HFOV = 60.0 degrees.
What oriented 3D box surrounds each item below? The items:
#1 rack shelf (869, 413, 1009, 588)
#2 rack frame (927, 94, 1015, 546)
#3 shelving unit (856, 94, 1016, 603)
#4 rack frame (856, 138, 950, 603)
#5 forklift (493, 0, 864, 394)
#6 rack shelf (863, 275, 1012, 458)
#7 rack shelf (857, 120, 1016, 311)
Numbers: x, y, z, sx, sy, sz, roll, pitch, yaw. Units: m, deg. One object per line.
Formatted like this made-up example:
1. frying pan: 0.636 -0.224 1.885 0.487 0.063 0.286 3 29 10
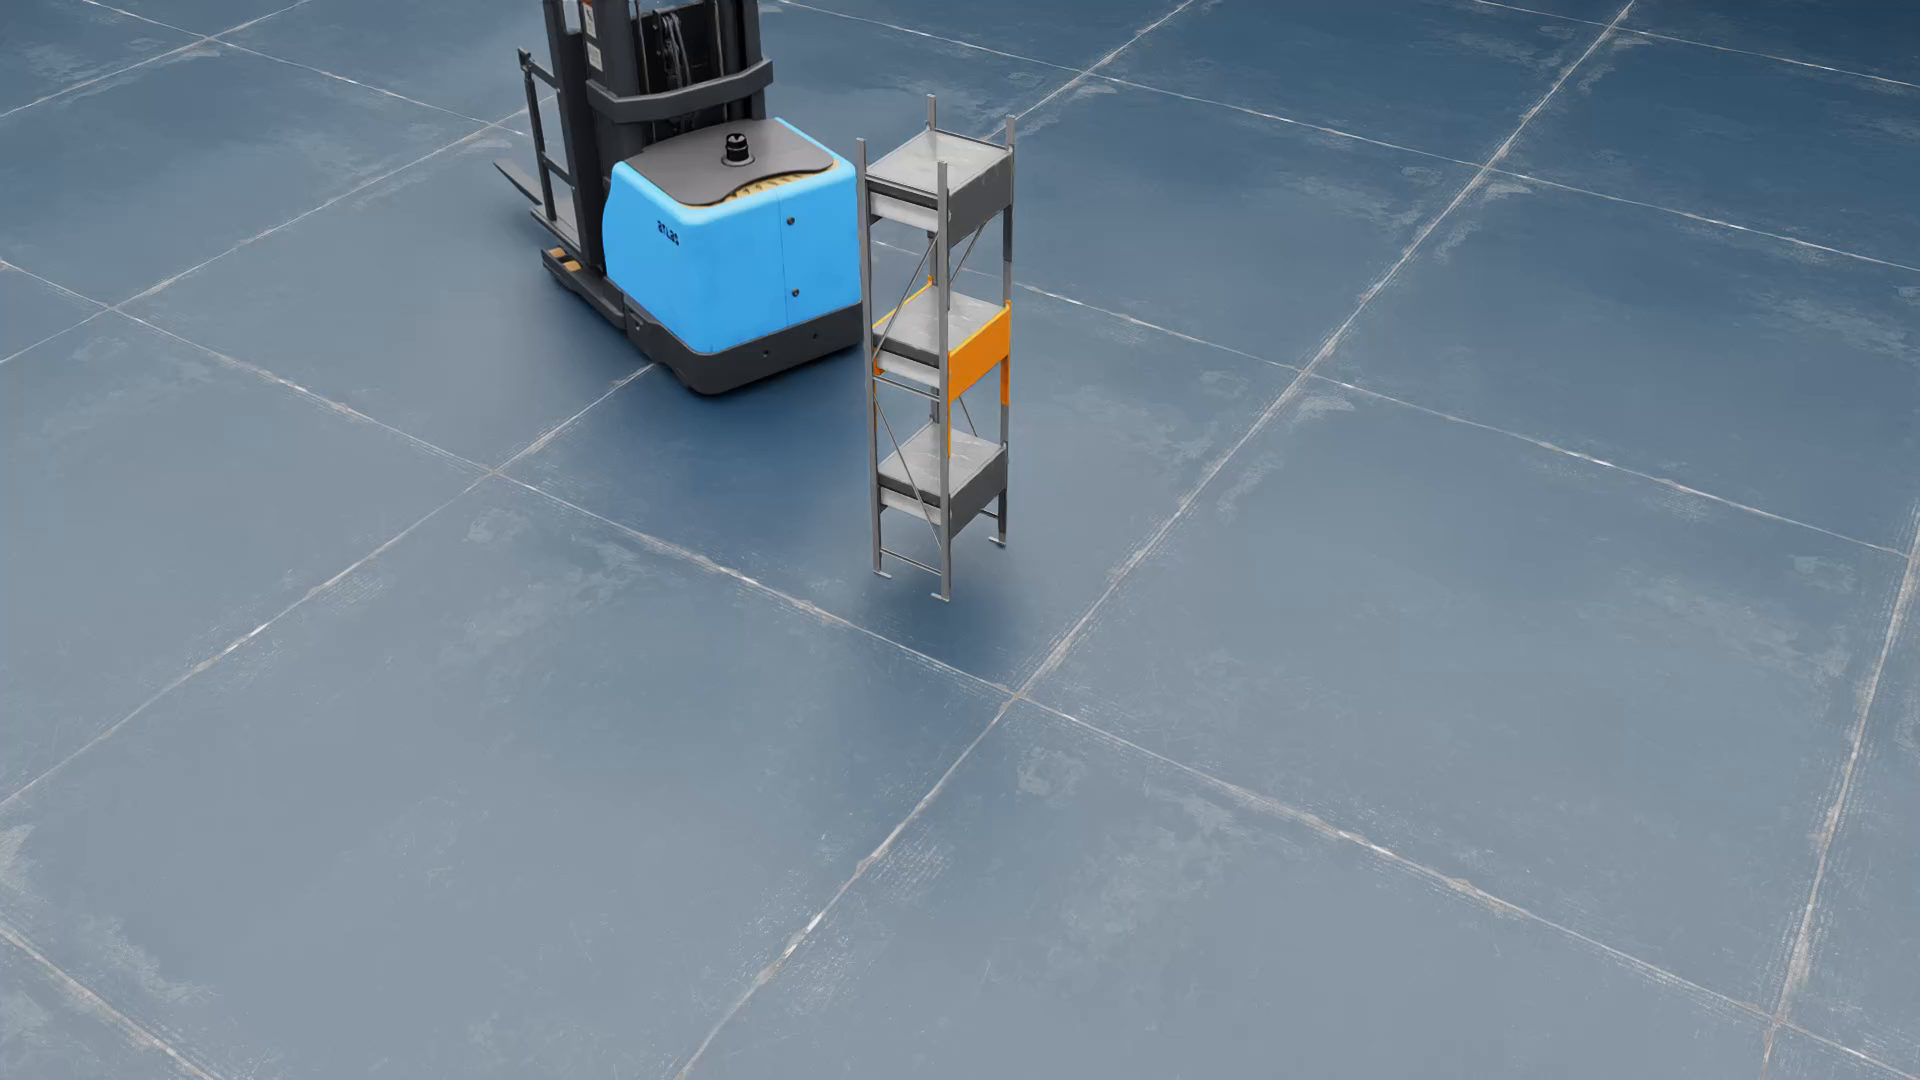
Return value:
1. rack shelf: -0.089 -0.181 7.434 0.431 0.518 0.480 21 42 25
2. rack frame: 0.042 -0.872 7.161 0.400 2.100 0.015 21 42 25
3. shelving unit: -0.089 -0.746 6.998 0.431 2.100 0.503 21 42 25
4. rack frame: -0.219 -0.620 6.835 0.400 2.100 0.015 21 42 25
5. forklift: -1.788 -2.767 8.938 1.130 2.935 3.031 -24 44 -28
6. rack shelf: -0.089 -0.735 7.007 0.431 0.518 0.480 21 42 25
7. rack shelf: -0.089 -1.290 6.579 0.431 0.518 0.480 21 42 25
